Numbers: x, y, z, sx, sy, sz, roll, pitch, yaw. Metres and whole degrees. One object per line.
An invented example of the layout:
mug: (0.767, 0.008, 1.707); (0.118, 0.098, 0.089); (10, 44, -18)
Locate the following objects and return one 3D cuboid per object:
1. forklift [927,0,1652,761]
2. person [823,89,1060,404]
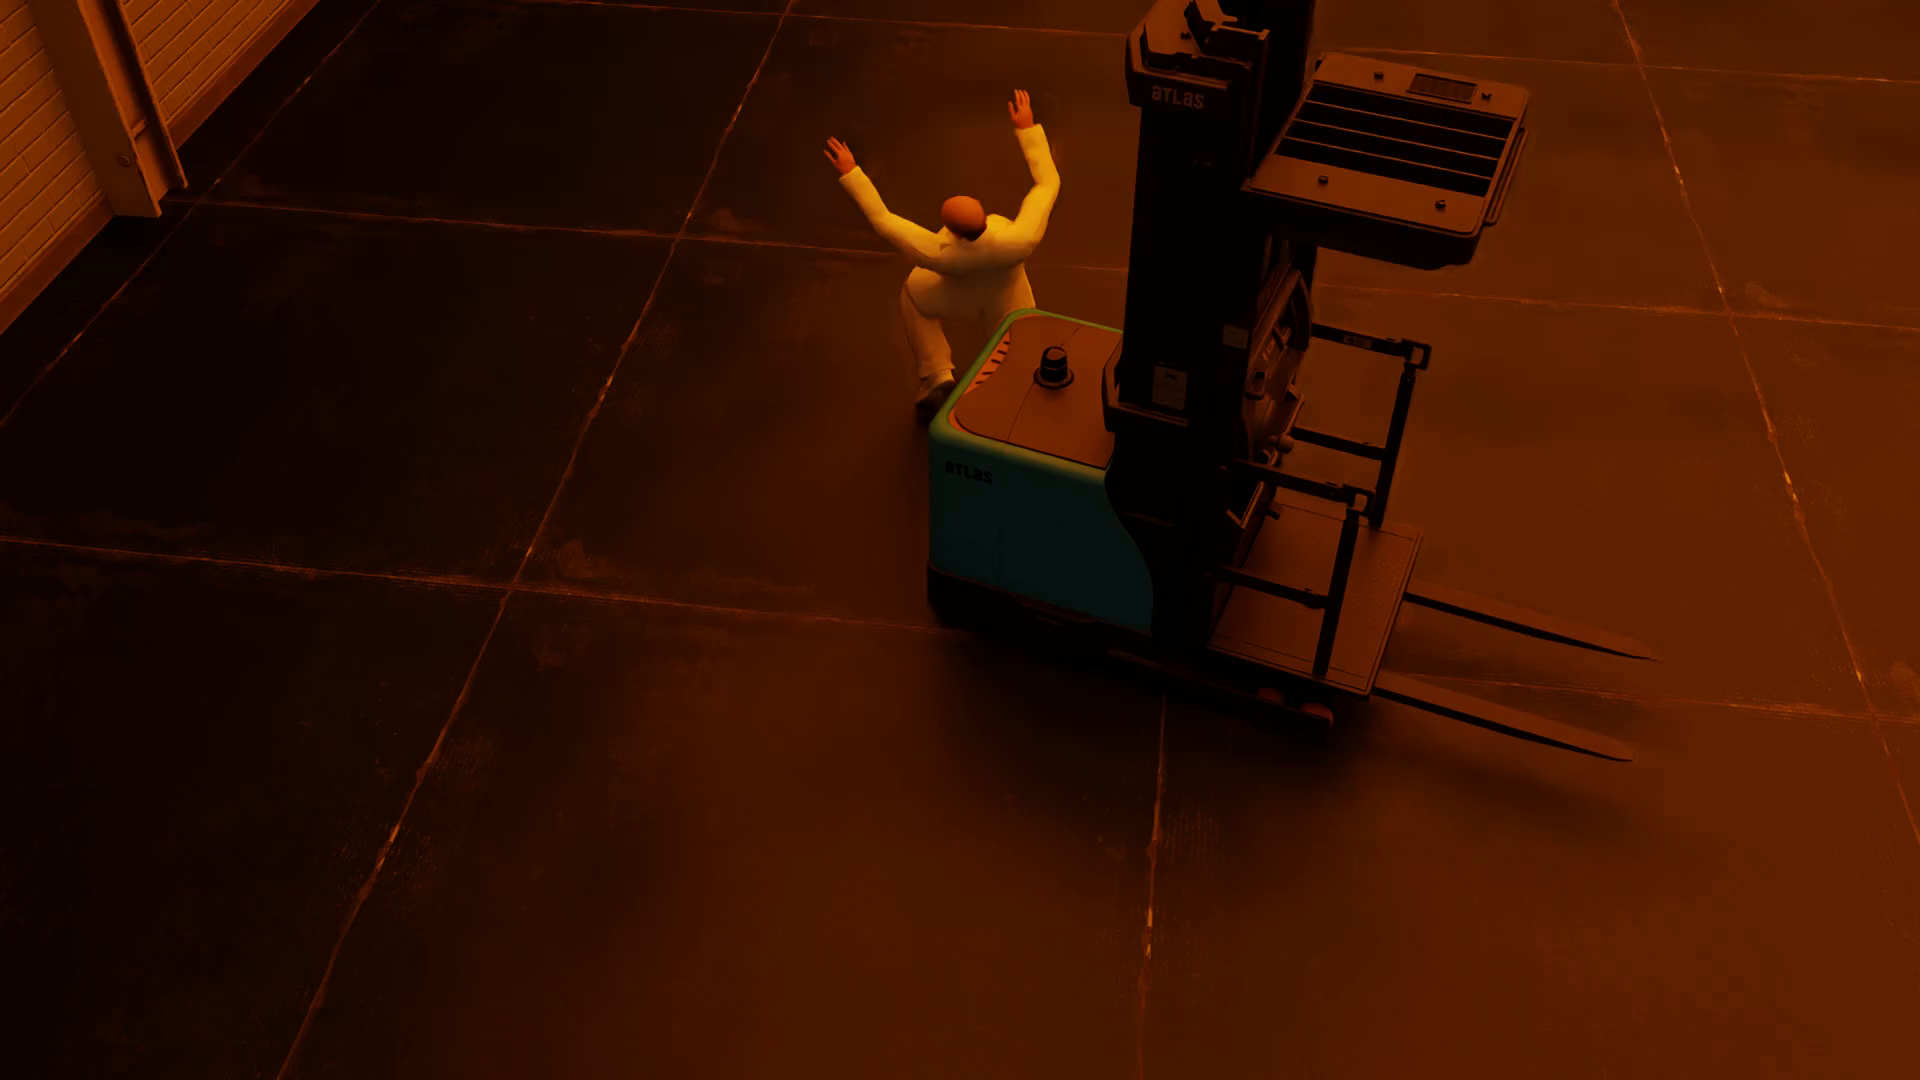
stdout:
forklift: (1.418, -0.653, 6.435); (3.031, 2.935, 1.130); (16, 45, 17)
person: (-0.078, -1.285, 8.055); (1.090, 1.728, 0.805); (-1, 43, -1)
